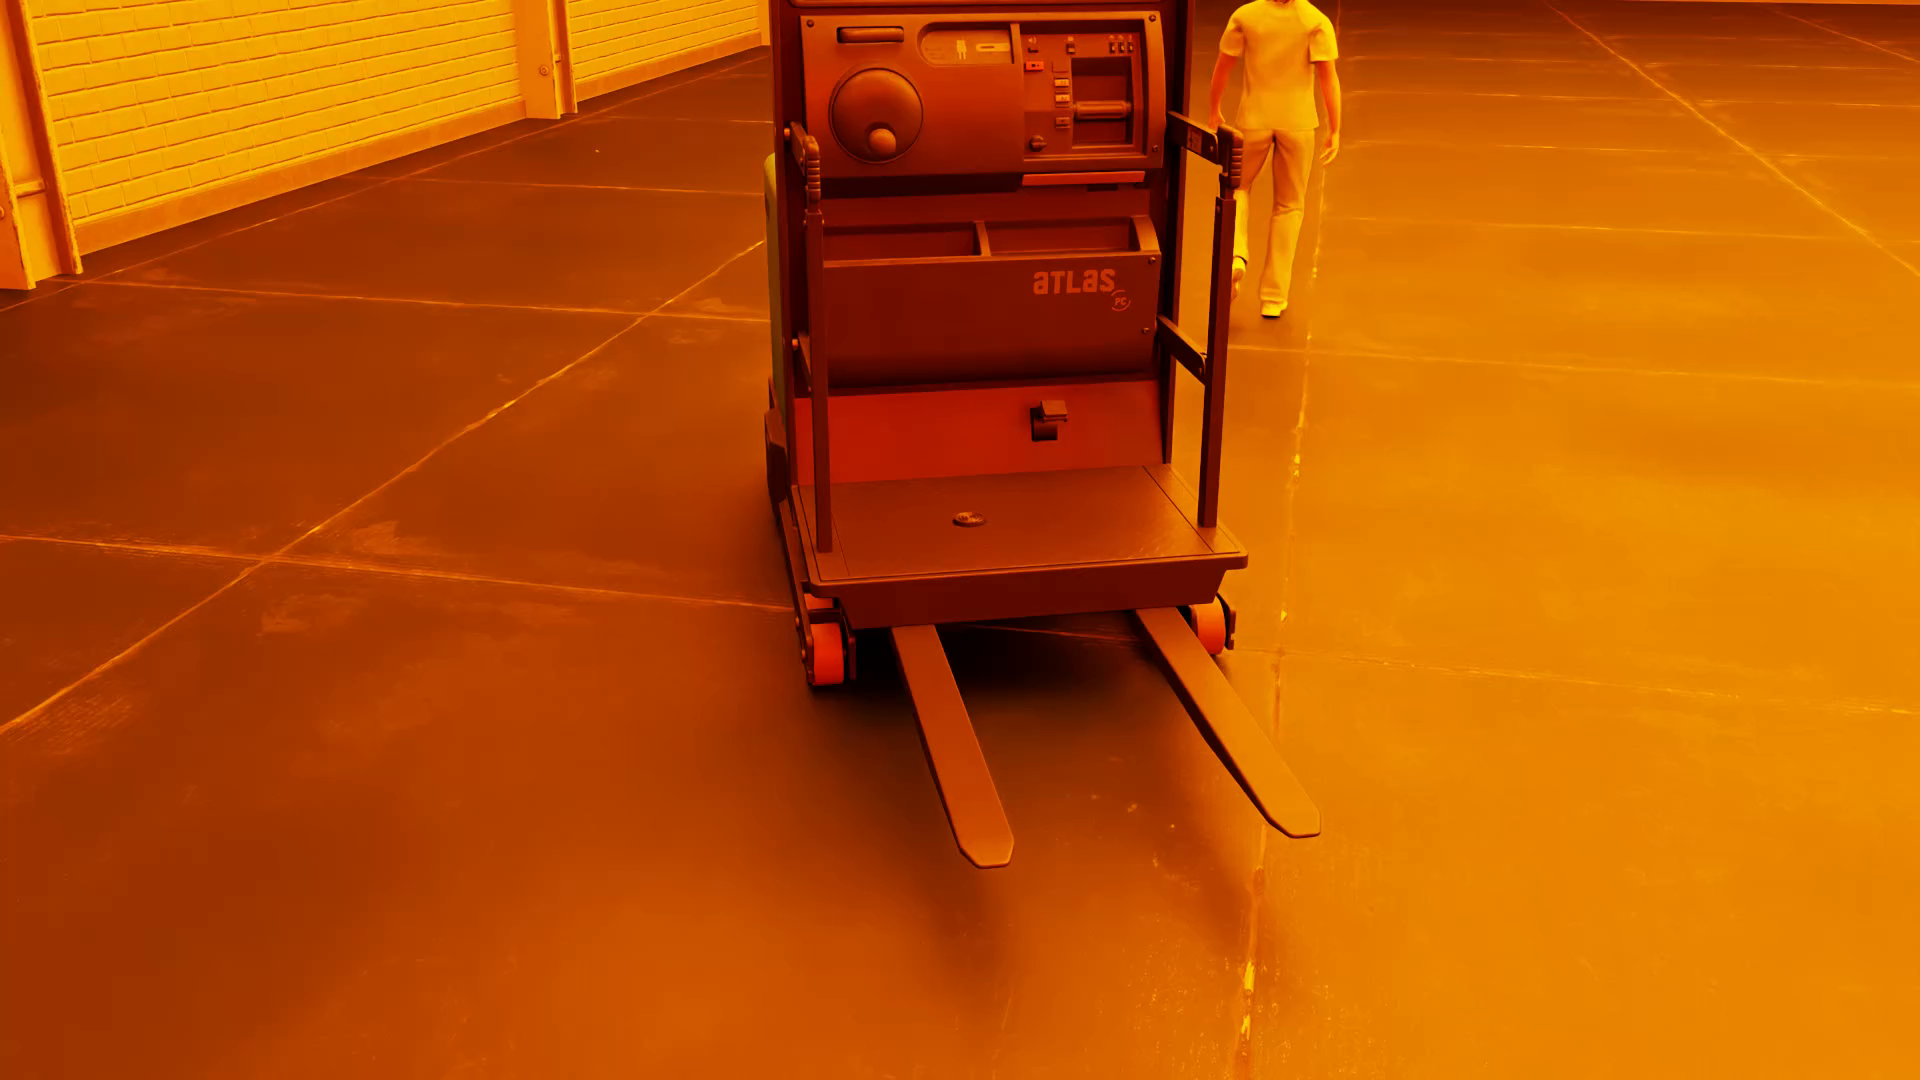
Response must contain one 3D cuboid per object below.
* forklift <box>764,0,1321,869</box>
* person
[{"bbox_3d":[0.104,-1.131,4.040,1.130,2.935,3.031,-4,22,-9],"label":"forklift"},{"bbox_3d":[1.406,-1.844,7.482,0.601,1.655,0.468,6,23,14],"label":"person"}]
